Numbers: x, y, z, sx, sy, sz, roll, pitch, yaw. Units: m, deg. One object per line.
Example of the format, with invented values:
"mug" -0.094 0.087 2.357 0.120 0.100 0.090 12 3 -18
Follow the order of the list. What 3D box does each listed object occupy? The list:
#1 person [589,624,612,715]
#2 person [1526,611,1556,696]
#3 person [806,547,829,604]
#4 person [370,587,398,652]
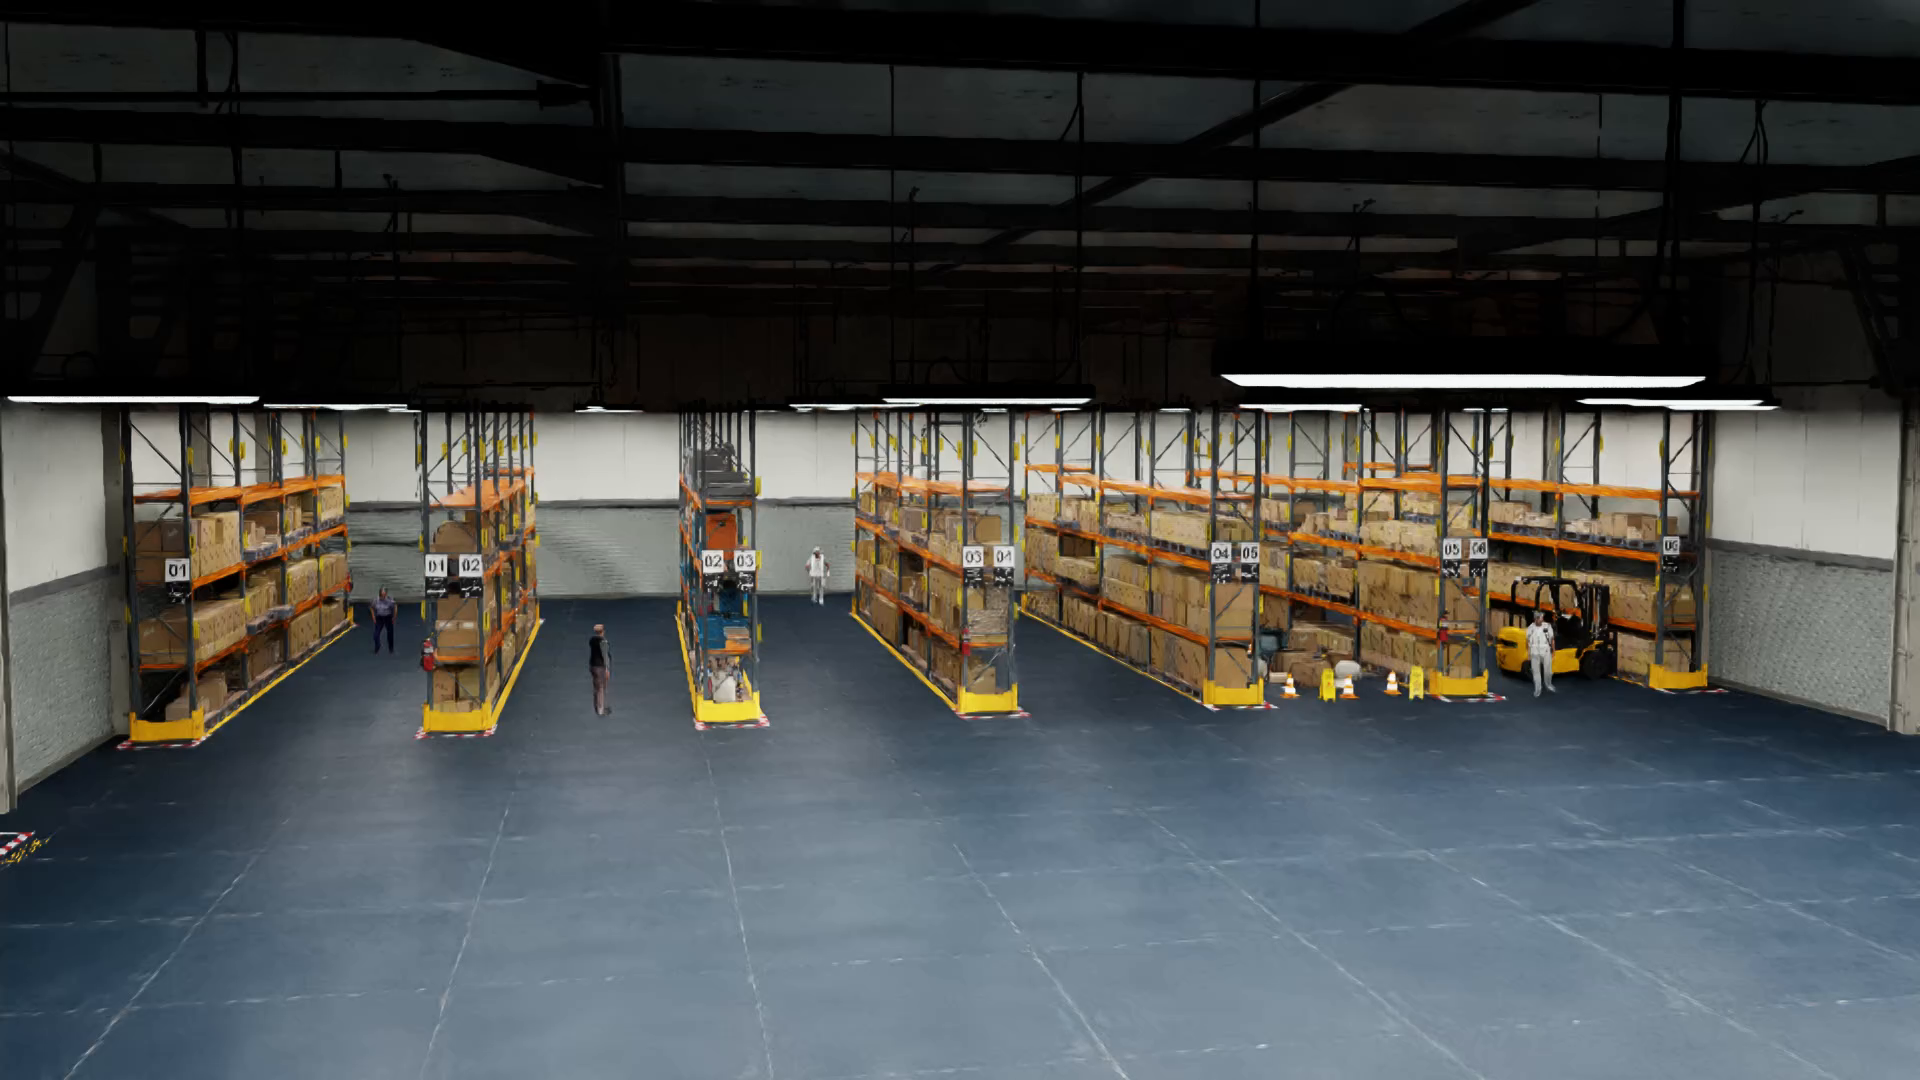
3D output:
"person" -6.840 2.450 31.780 0.450 1.727 0.584 -4 6 -40
"person" 11.852 2.293 33.906 0.601 1.753 0.522 2 5 26
"person" -4.320 1.055 50.468 0.721 1.715 0.843 0 4 -6
"person" -13.874 1.922 40.035 0.608 1.581 0.510 -1 4 -14
